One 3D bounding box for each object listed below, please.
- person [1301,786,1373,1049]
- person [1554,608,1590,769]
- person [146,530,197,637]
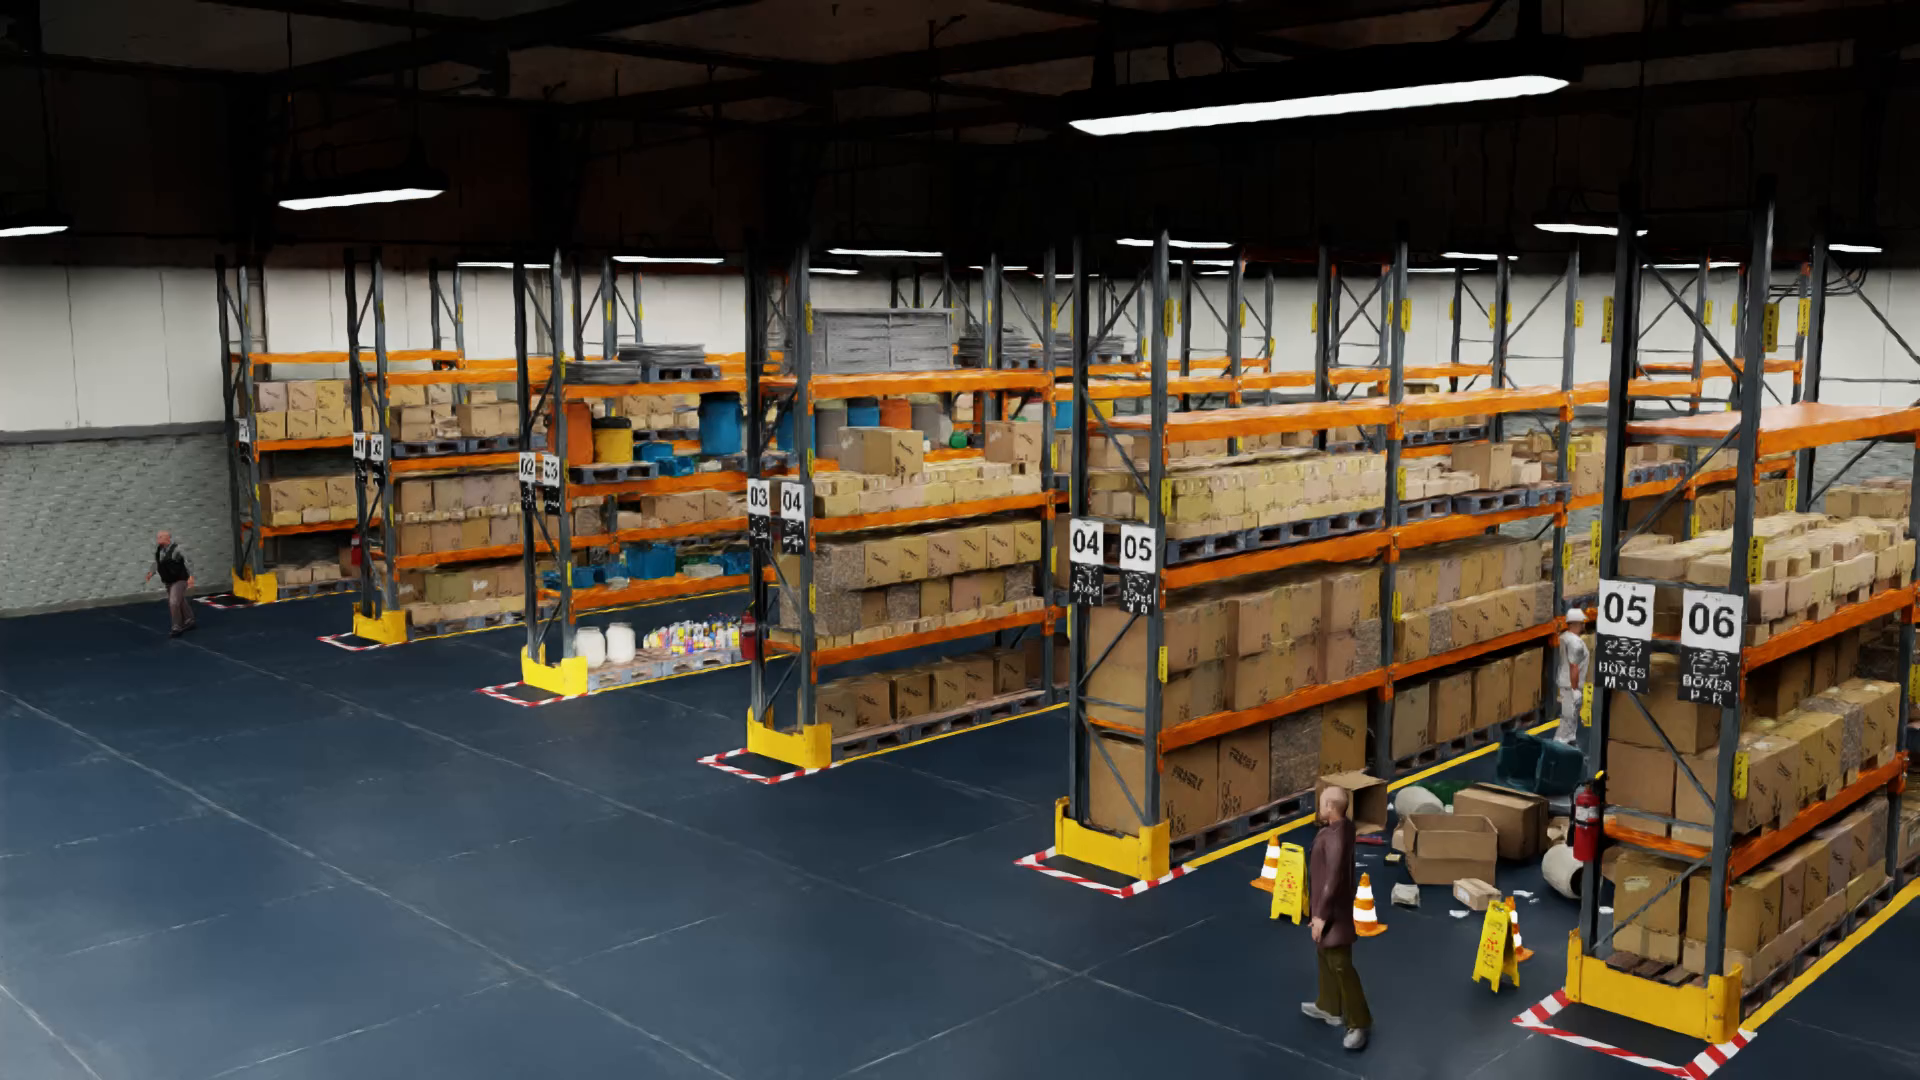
[{"bbox_3d":[2.695,2.637,11.806,0.523,1.776,0.779,2,8,14],"label":"person"},{"bbox_3d":[6.878,1.644,18.559,0.450,1.789,0.596,2,8,13],"label":"person"},{"bbox_3d":[-12.322,0.646,26.123,0.683,1.662,0.837,4,9,28],"label":"person"}]
